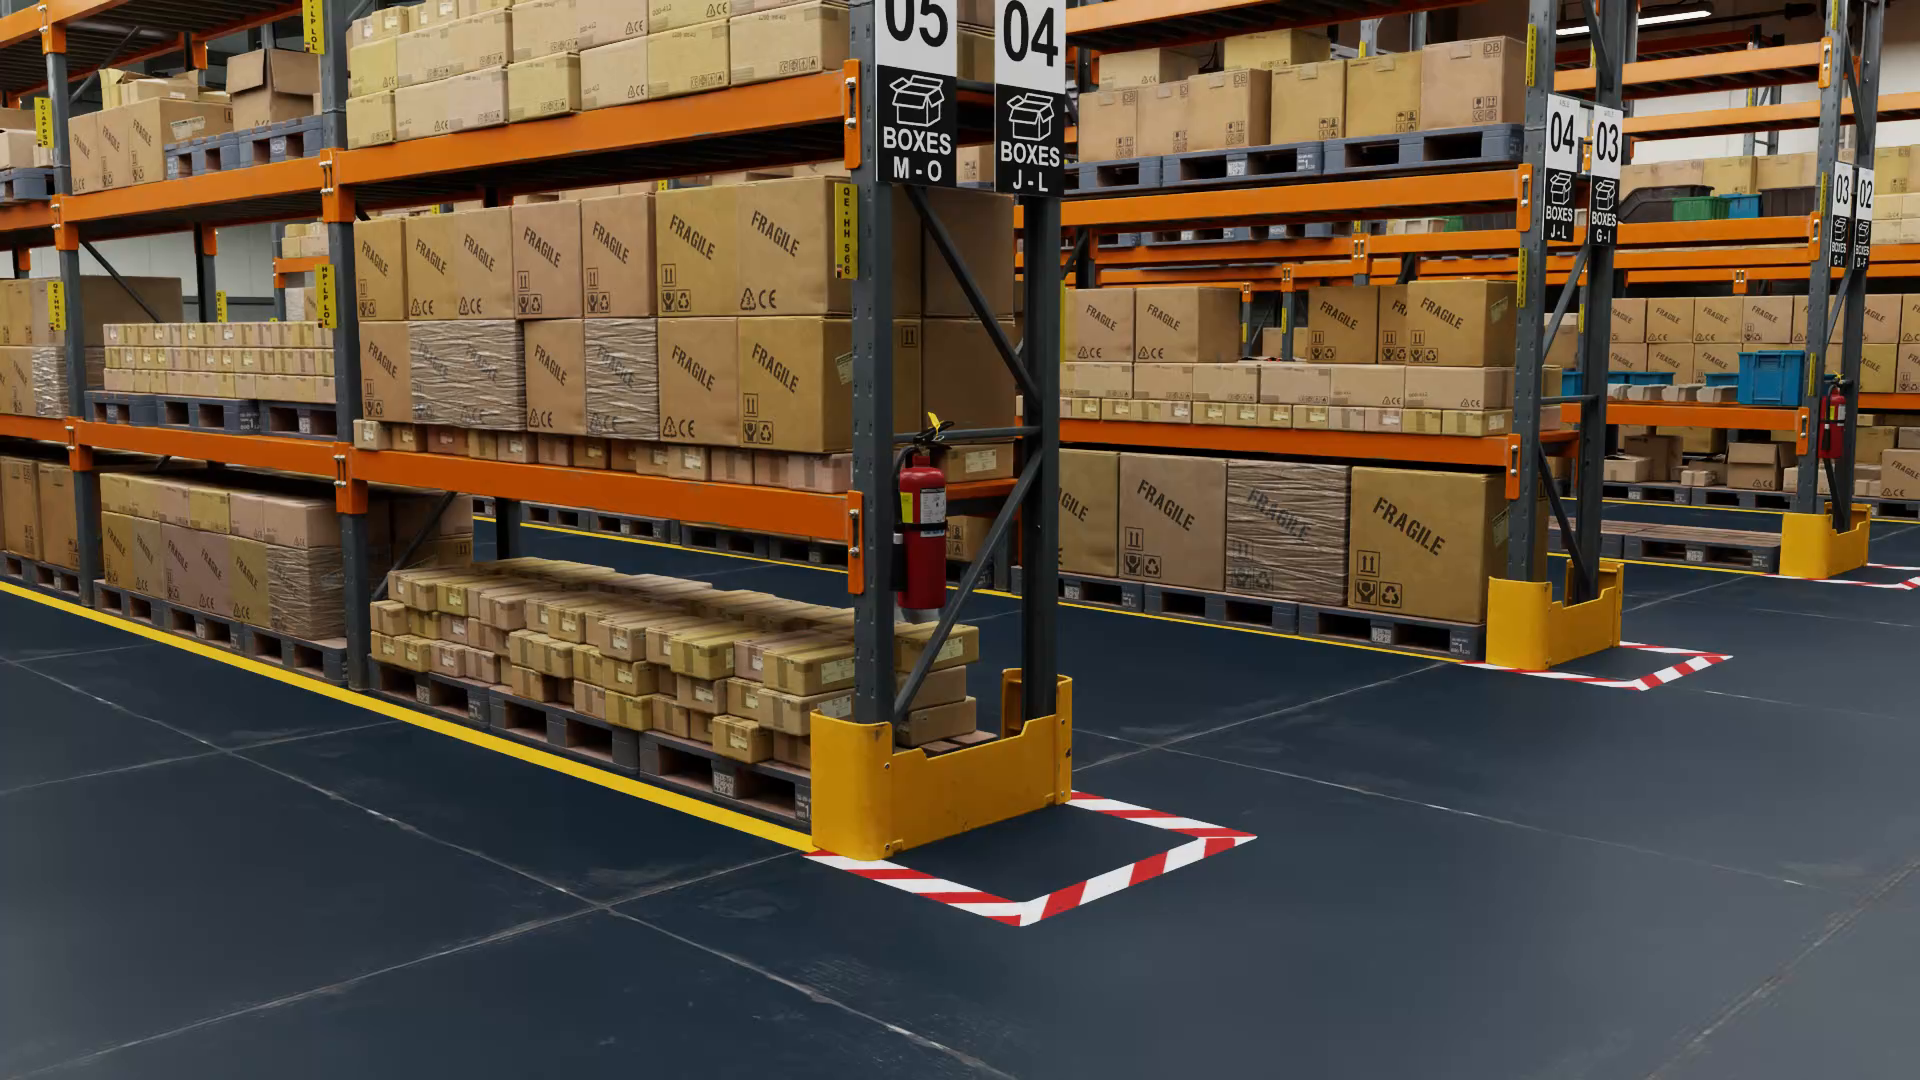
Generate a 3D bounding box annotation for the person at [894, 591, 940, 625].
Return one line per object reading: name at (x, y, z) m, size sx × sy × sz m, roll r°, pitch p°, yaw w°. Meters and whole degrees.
person at (-0.311, -0.049, 8.603) m, size 0.393 × 1.760 × 0.526 m, roll 7°, pitch 10°, yaw 44°
